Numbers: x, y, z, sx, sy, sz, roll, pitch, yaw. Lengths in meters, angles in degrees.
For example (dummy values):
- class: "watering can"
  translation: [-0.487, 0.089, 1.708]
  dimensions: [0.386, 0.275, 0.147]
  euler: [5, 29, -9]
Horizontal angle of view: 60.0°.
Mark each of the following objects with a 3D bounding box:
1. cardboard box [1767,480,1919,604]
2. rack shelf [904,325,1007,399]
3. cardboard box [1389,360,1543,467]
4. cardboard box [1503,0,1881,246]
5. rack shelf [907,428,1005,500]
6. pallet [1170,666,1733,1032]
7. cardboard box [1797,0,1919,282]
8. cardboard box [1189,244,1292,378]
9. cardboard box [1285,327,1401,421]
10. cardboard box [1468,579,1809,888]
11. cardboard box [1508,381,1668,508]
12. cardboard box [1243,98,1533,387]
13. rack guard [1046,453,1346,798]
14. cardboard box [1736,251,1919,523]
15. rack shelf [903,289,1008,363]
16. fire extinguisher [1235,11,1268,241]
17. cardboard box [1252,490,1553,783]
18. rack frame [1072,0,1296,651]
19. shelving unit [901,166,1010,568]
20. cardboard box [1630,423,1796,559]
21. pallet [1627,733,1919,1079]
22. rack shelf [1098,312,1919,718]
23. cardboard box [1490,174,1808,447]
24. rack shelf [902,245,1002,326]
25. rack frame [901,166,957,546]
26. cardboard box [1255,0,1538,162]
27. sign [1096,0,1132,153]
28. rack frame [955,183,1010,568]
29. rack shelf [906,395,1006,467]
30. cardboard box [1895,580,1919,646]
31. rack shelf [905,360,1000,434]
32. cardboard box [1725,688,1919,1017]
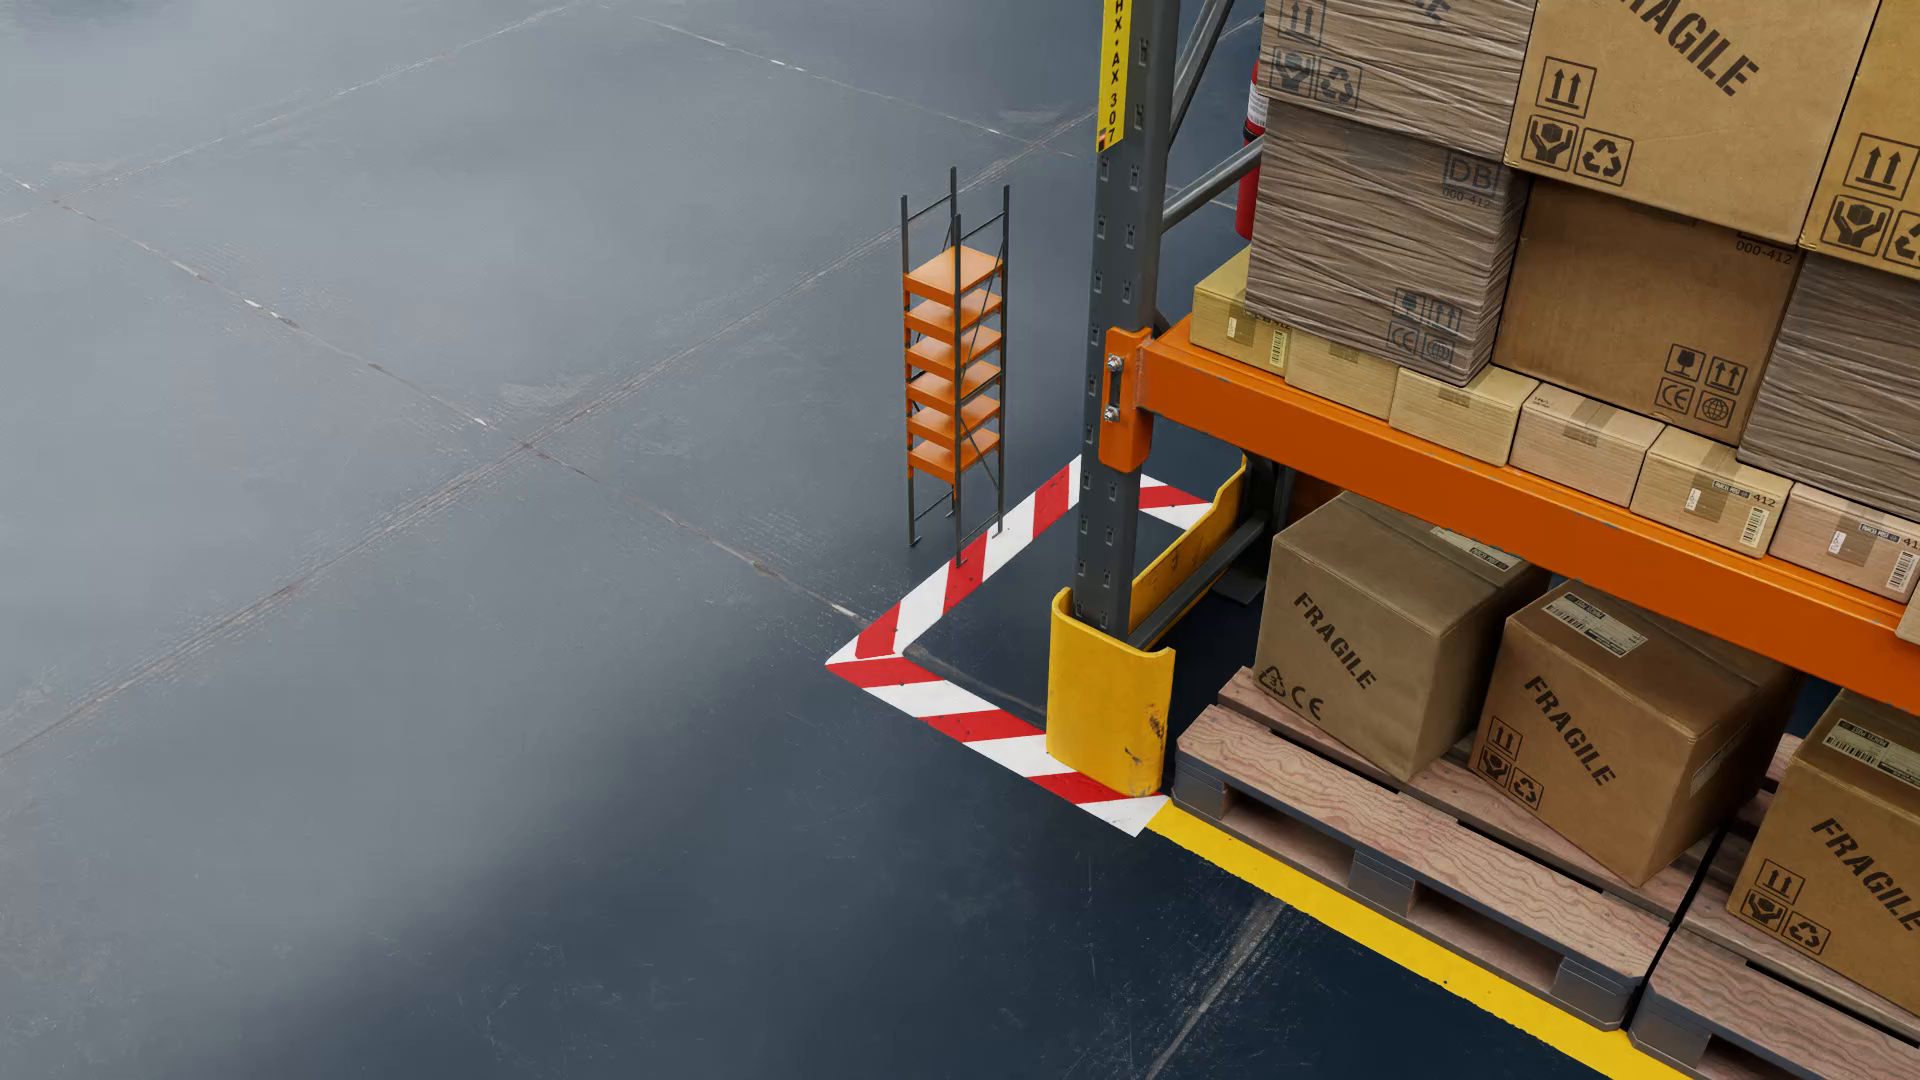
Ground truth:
- class: "cardboard box"
  translation: [1.717, -0.076, 3.118]
  dimensions: [0.250, 0.149, 0.380]
  euler: [25, 45, 29]
- class: "rack shelf"
  translation: [-0.012, -0.538, 4.841]
  dimensions: [0.180, 0.103, 0.258]
  euler: [25, 45, 29]
- class: "cardboard box"
  translation: [1.097, -0.337, 3.451]
  dimensions: [0.250, 0.149, 0.380]
  euler: [25, 45, 29]
- class: "cardboard box"
  translation: [1.303, -0.884, 2.812]
  dimensions: [0.500, 0.500, 0.500]
  euler: [25, 45, 29]
- class: "rack shelf"
  translation: [-0.012, -0.254, 5.062]
  dimensions: [0.180, 0.103, 0.258]
  euler: [25, 45, 29]
- class: "pallet"
  translation: [1.323, 0.584, 4.332]
  dimensions: [1.213, 0.211, 1.003]
  euler: [25, 45, 29]
- class: "cardboard box"
  translation: [1.701, -0.697, 2.574]
  dimensions: [0.500, 0.500, 0.500]
  euler: [25, 45, 29]
- class: "cardboard box"
  translation: [0.720, -0.541, 3.712]
  dimensions: [0.250, 0.149, 0.380]
  euler: [25, 45, 29]
- class: "cardboard box"
  translation: [0.907, -0.438, 3.580]
  dimensions: [0.250, 0.149, 0.380]
  euler: [25, 45, 29]
- class: "cardboard box"
  translation: [1.620, 0.404, 3.987]
  dimensions: [0.500, 0.500, 0.500]
  euler: [-25, 45, -29]
- class: "cardboard box"
  translation: [1.308, -0.254, 3.345]
  dimensions: [0.250, 0.149, 0.380]
  euler: [25, 45, 29]
- class: "cardboard box"
  translation: [1.059, -0.801, 3.517]
  dimensions: [0.500, 0.500, 0.875]
  euler: [25, 45, 29]
- class: "rack guard"
  translation: [0.699, 0.149, 4.654]
  dimensions: [0.348, 0.500, 1.175]
  euler: [25, 45, 29]
- class: "cardboard box"
  translation: [1.900, -0.464, 3.087]
  dimensions: [0.500, 0.500, 0.875]
  euler: [25, 45, 29]
- class: "rack shelf"
  translation: [-0.012, -0.632, 4.767]
  dimensions: [0.180, 0.103, 0.258]
  euler: [25, 45, 29]
- class: "fire extinguisher"
  translation: [0.828, -1.102, 4.287]
  dimensions: [0.183, 0.674, 0.296]
  euler: [25, 45, 29]
- class: "cardboard box"
  translation: [1.124, 0.197, 4.252]
  dimensions: [0.500, 0.500, 0.500]
  euler: [-29, 46, -32]
- class: "rack frame"
  translation: [0.639, -0.864, 3.920]
  dimensions: [0.127, 3.000, 1.000]
  euler: [25, 45, 29]
- class: "shelving unit"
  translation: [-0.012, -0.478, 4.887]
  dimensions: [0.189, 1.200, 0.258]
  euler: [25, 45, 29]
- class: "cardboard box"
  translation: [1.502, -0.157, 3.221]
  dimensions: [0.250, 0.149, 0.380]
  euler: [25, 45, 29]
- class: "pallet"
  translation: [2.288, 1.041, 3.749]
  dimensions: [1.213, 0.211, 1.003]
  euler: [25, 45, 29]
- class: "rack shelf"
  translation: [2.227, 0.169, 3.185]
  dimensions: [4.000, 0.370, 1.077]
  euler: [25, 45, 29]
- class: "cardboard box"
  translation: [1.529, -0.672, 3.353]
  dimensions: [0.500, 0.500, 0.875]
  euler: [25, 45, 29]
- class: "rack shelf"
  translation: [-0.012, -0.727, 4.693]
  dimensions: [0.180, 0.103, 0.258]
  euler: [25, 45, 29]
- class: "rack frame"
  translation: [-0.084, -0.512, 4.931]
  dimensions: [0.006, 1.200, 0.240]
  euler: [25, 45, 29]
- class: "cardboard box"
  translation: [0.910, -1.074, 3.056]
  dimensions: [0.500, 0.500, 0.500]
  euler: [25, 45, 29]
- class: "sign"
  translation: [0.309, -0.939, 3.314]
  dimensions: [0.005, 0.325, 0.100]
  euler: [25, 45, 29]
- class: "rack frame"
  translation: [0.061, -0.444, 4.843]
  dimensions: [0.006, 1.200, 0.240]
  euler: [25, 45, 29]
- class: "rack shelf"
  translation: [-0.012, -0.349, 4.988]
  dimensions: [0.180, 0.103, 0.258]
  euler: [25, 45, 29]
- class: "cardboard box"
  translation: [1.853, 0.068, 2.934]
  dimensions: [0.250, 0.149, 0.380]
  euler: [25, 45, 29]
- class: "rack shelf"
  translation: [-0.012, -0.443, 4.915]
  dimensions: [0.180, 0.103, 0.258]
  euler: [25, 45, 29]
- class: "cardboard box"
  translation: [2.106, 0.648, 3.676]
  dimensions: [0.500, 0.500, 0.500]
  euler: [30, 47, 32]
